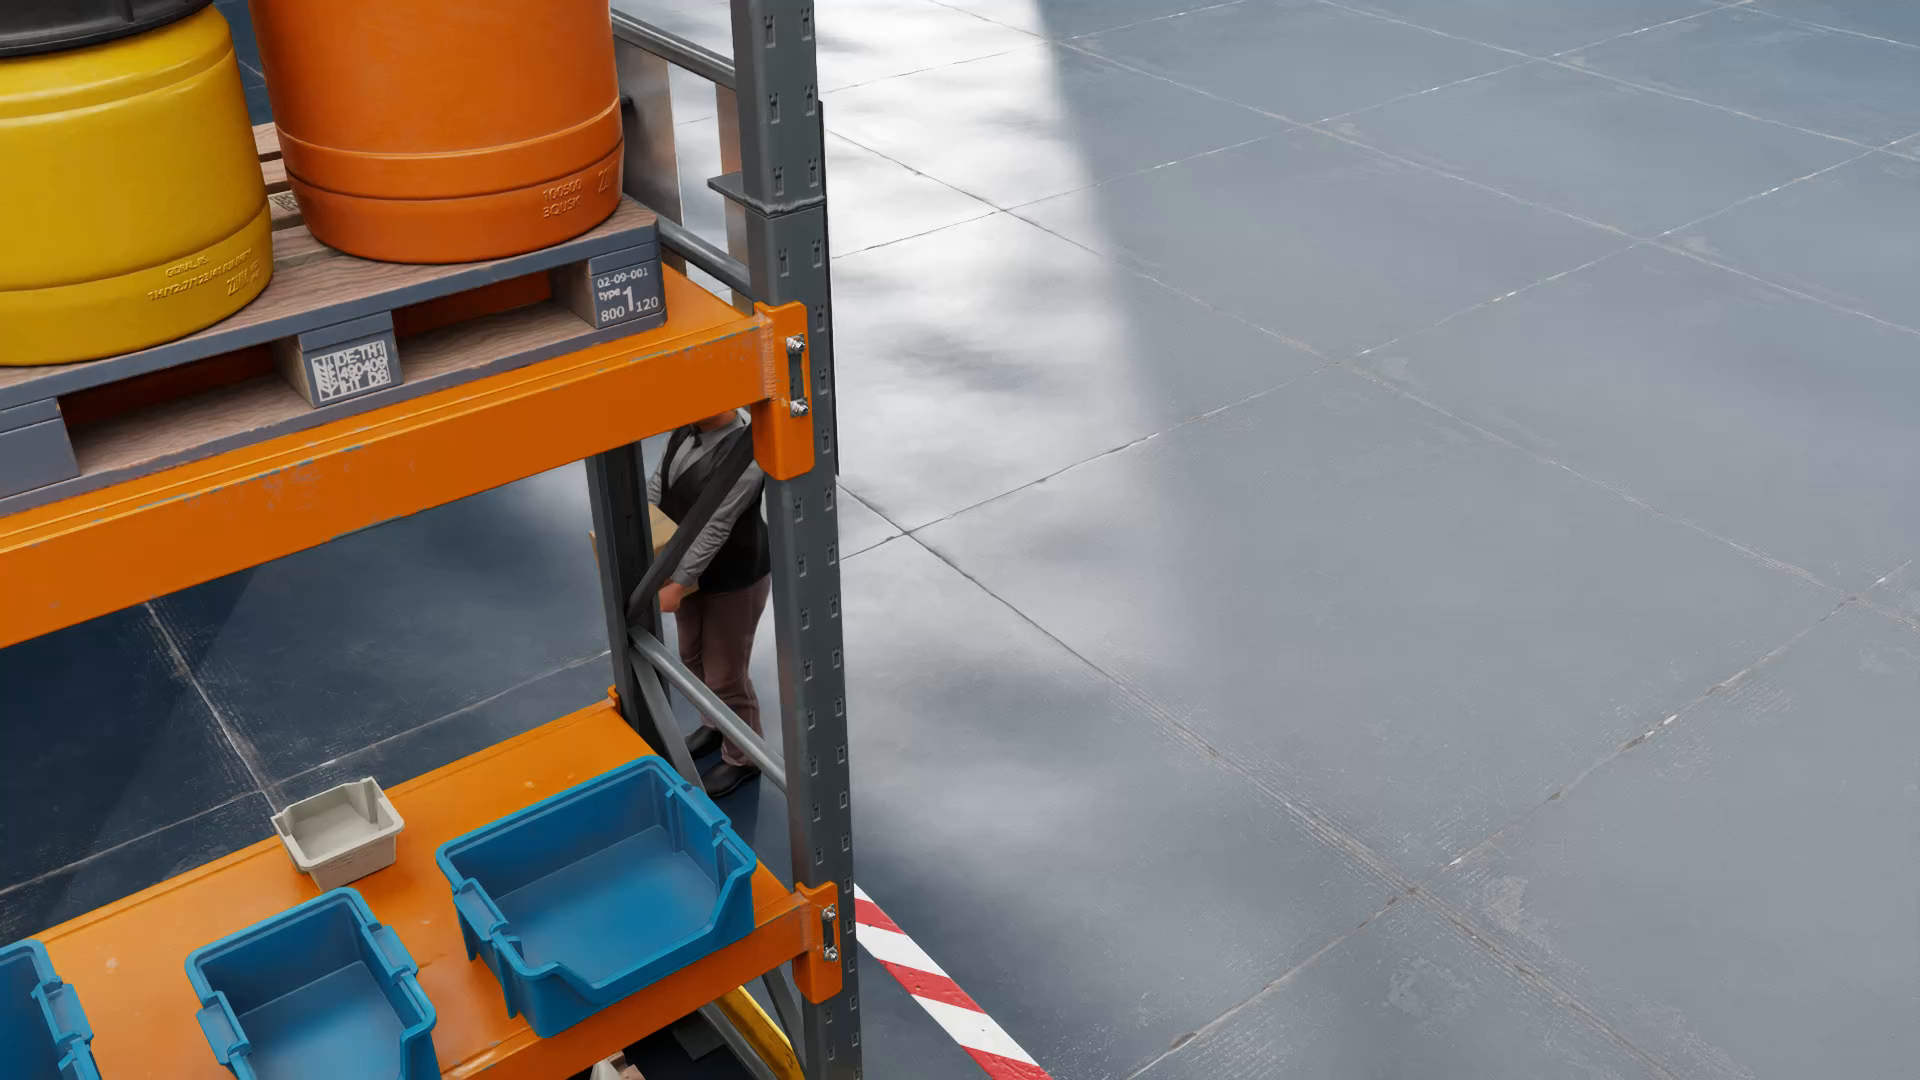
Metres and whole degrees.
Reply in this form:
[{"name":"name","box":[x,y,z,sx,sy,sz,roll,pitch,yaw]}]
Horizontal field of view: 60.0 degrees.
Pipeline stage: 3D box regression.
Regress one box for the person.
[{"name":"person","box":[-0.933,0.154,5.919,0.546,1.717,0.495,-22,38,-31]}]
